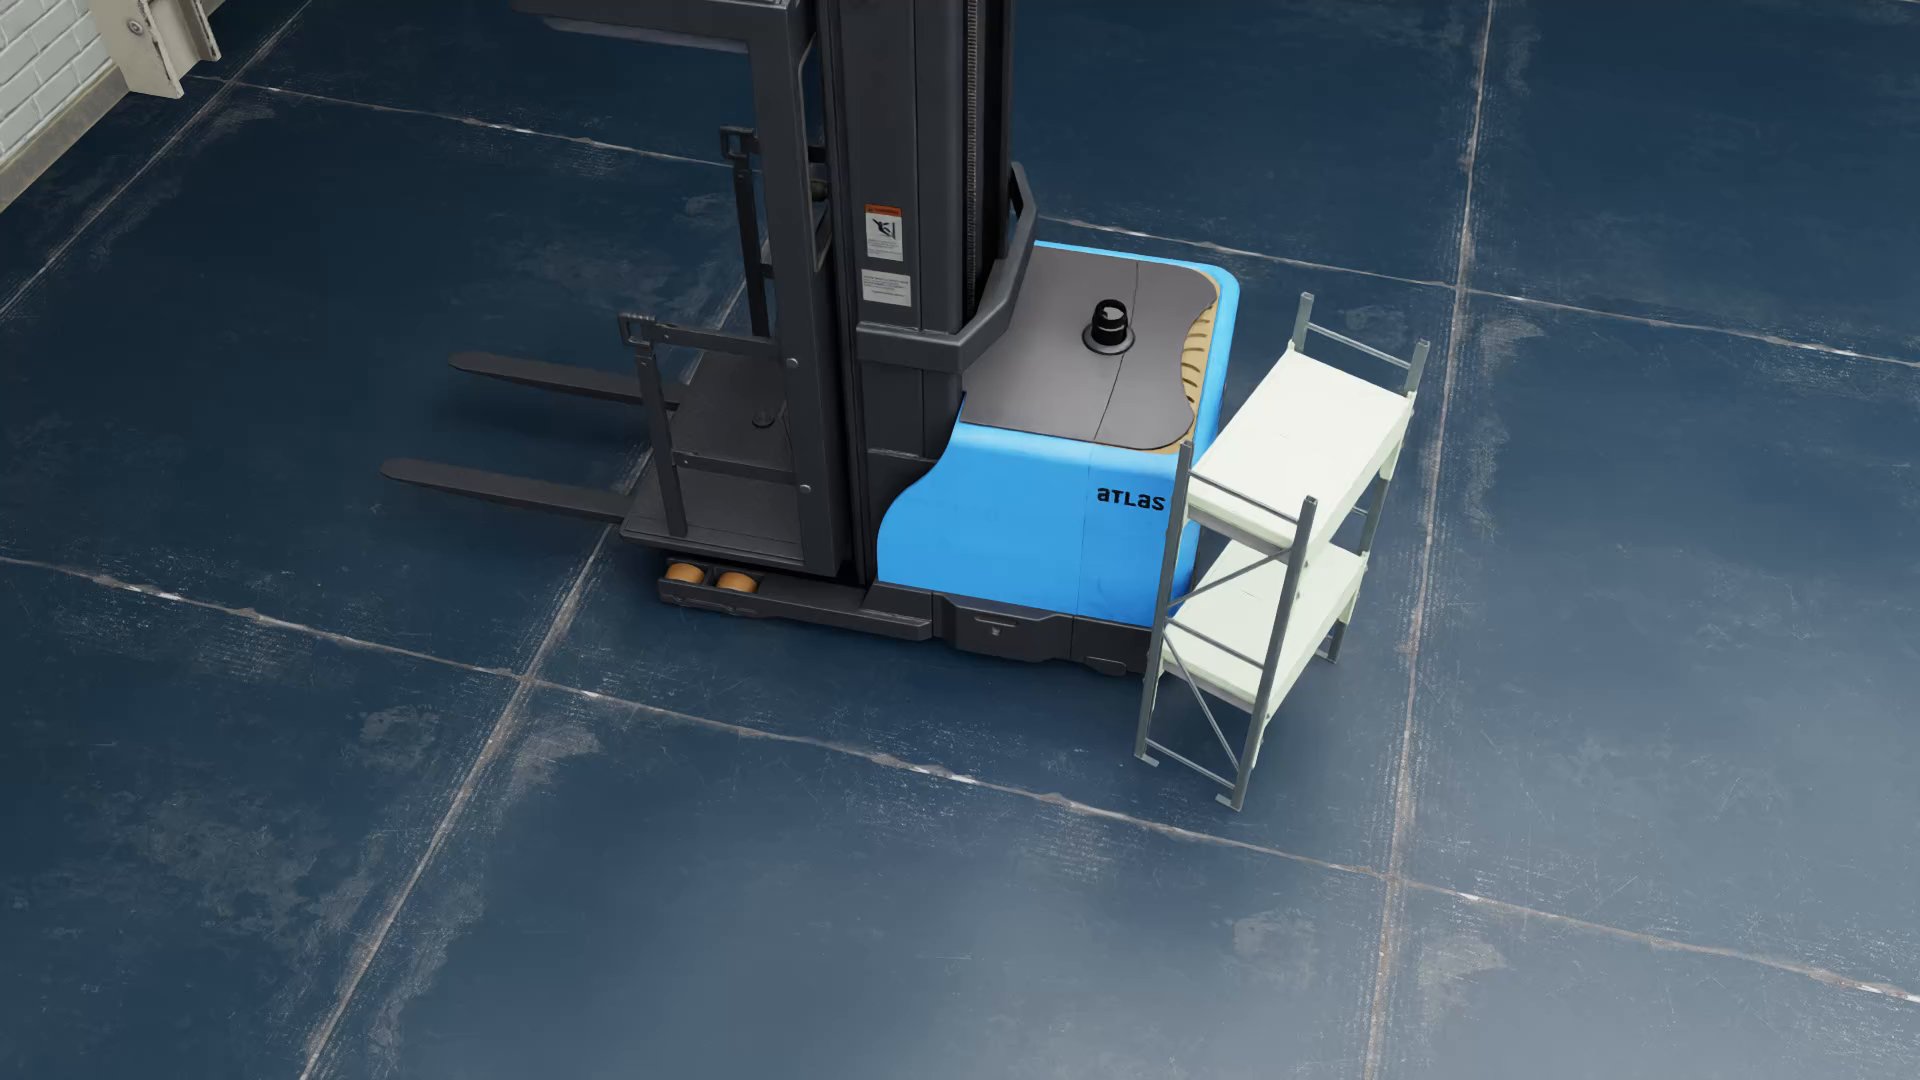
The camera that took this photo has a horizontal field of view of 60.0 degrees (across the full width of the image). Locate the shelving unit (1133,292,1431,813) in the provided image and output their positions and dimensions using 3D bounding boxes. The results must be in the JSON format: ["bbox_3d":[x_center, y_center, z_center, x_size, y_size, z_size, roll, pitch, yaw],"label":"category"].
[{"bbox_3d":[0.964,0.082,5.175,0.431,1.500,0.755,27,54,21],"label":"shelving unit"}]

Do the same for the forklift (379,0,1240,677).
[{"bbox_3d":[-0.611,-1.073,5.242,3.031,2.935,1.130,10,49,8],"label":"forklift"}]

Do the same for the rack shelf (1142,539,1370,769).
[{"bbox_3d":[0.962,0.297,5.420,0.431,0.370,0.720,27,54,21],"label":"rack shelf"}]

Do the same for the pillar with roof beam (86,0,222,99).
[{"bbox_3d":[0.221,-4.466,4.190,9.100,9.000,0.400,12,50,10],"label":"pillar with roof beam"}]

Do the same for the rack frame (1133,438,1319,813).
[{"bbox_3d":[0.760,0.310,4.974,0.400,1.500,0.023,27,54,21],"label":"rack frame"}]

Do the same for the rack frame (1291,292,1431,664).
[{"bbox_3d":[1.167,-0.146,5.376,0.400,1.500,0.023,27,54,21],"label":"rack frame"}]

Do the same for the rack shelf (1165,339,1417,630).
[{"bbox_3d":[0.966,-0.175,4.881,0.431,0.370,0.720,27,54,21],"label":"rack shelf"}]
